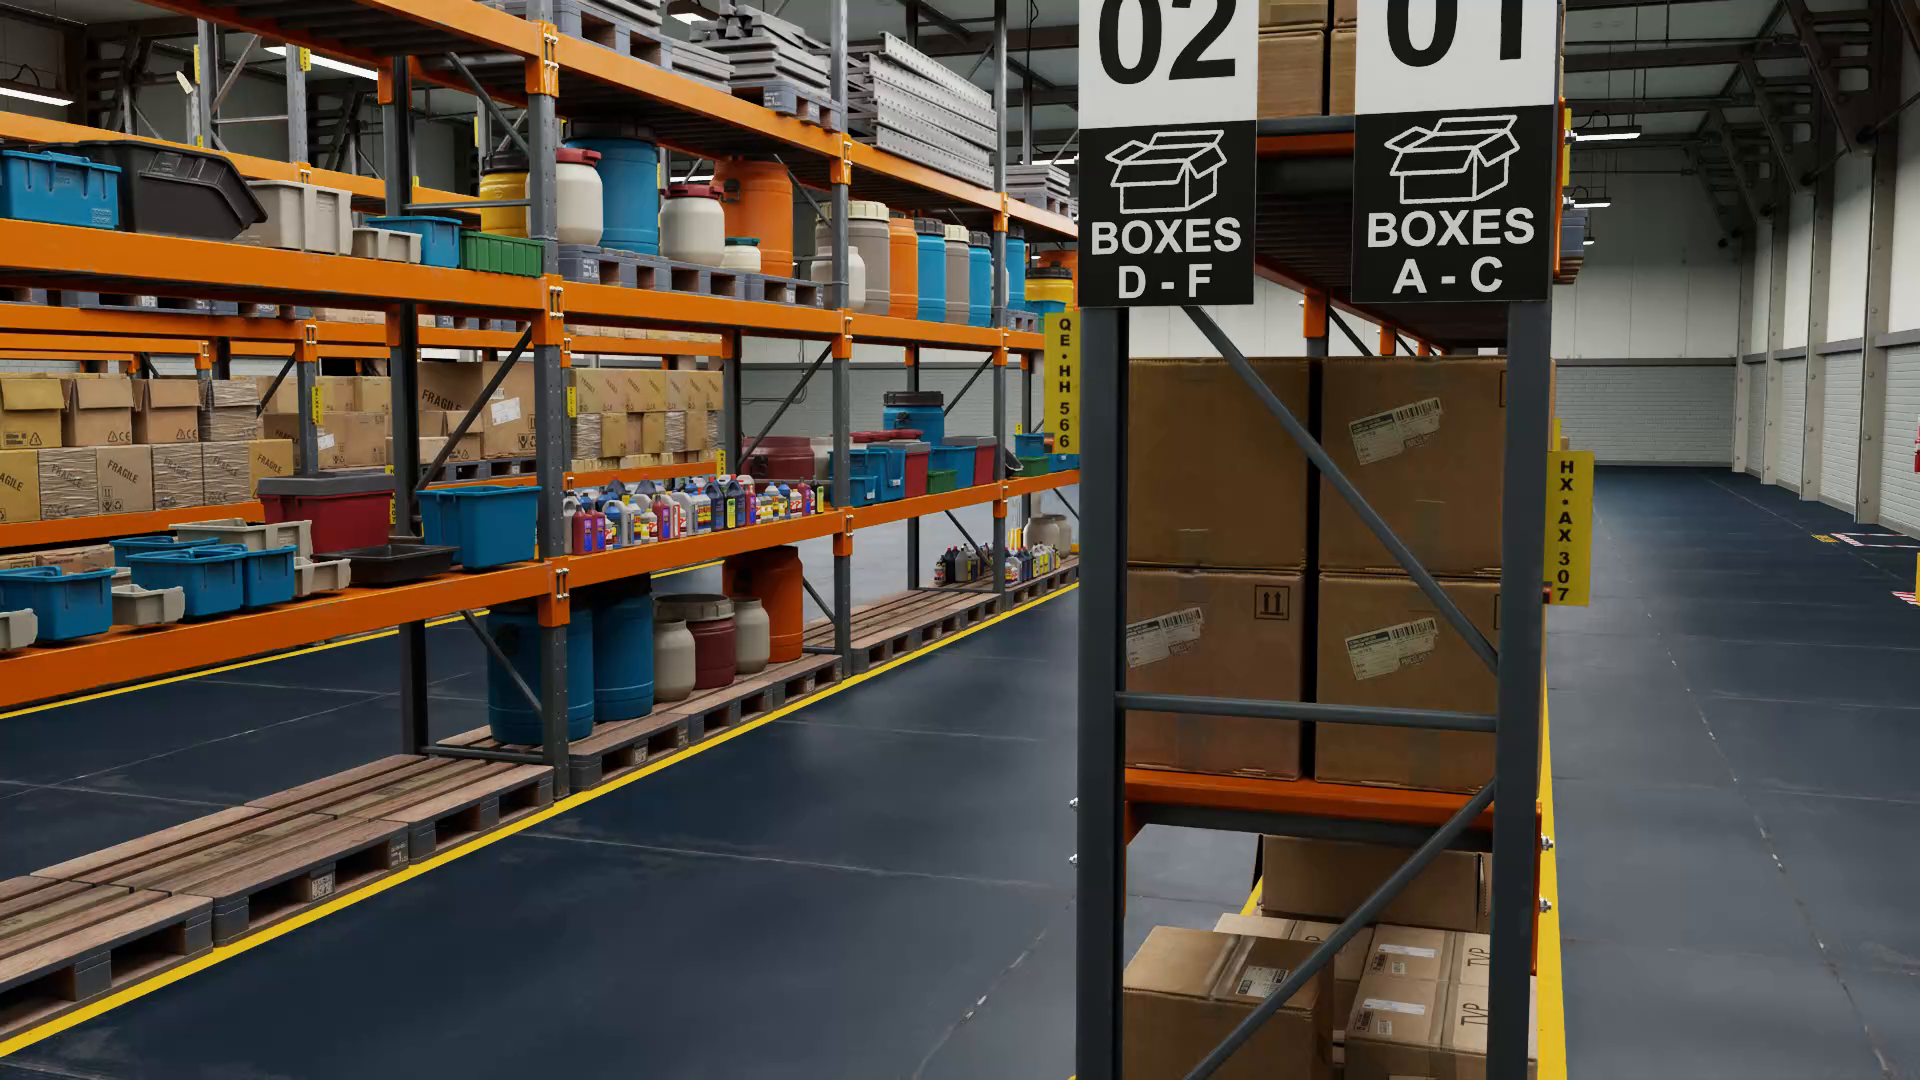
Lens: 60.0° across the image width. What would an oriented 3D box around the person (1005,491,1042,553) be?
[{"bbox_3d":[0.834,-0.589,21.711,0.797,1.656,0.539,1,5,7],"label":"person"}]
